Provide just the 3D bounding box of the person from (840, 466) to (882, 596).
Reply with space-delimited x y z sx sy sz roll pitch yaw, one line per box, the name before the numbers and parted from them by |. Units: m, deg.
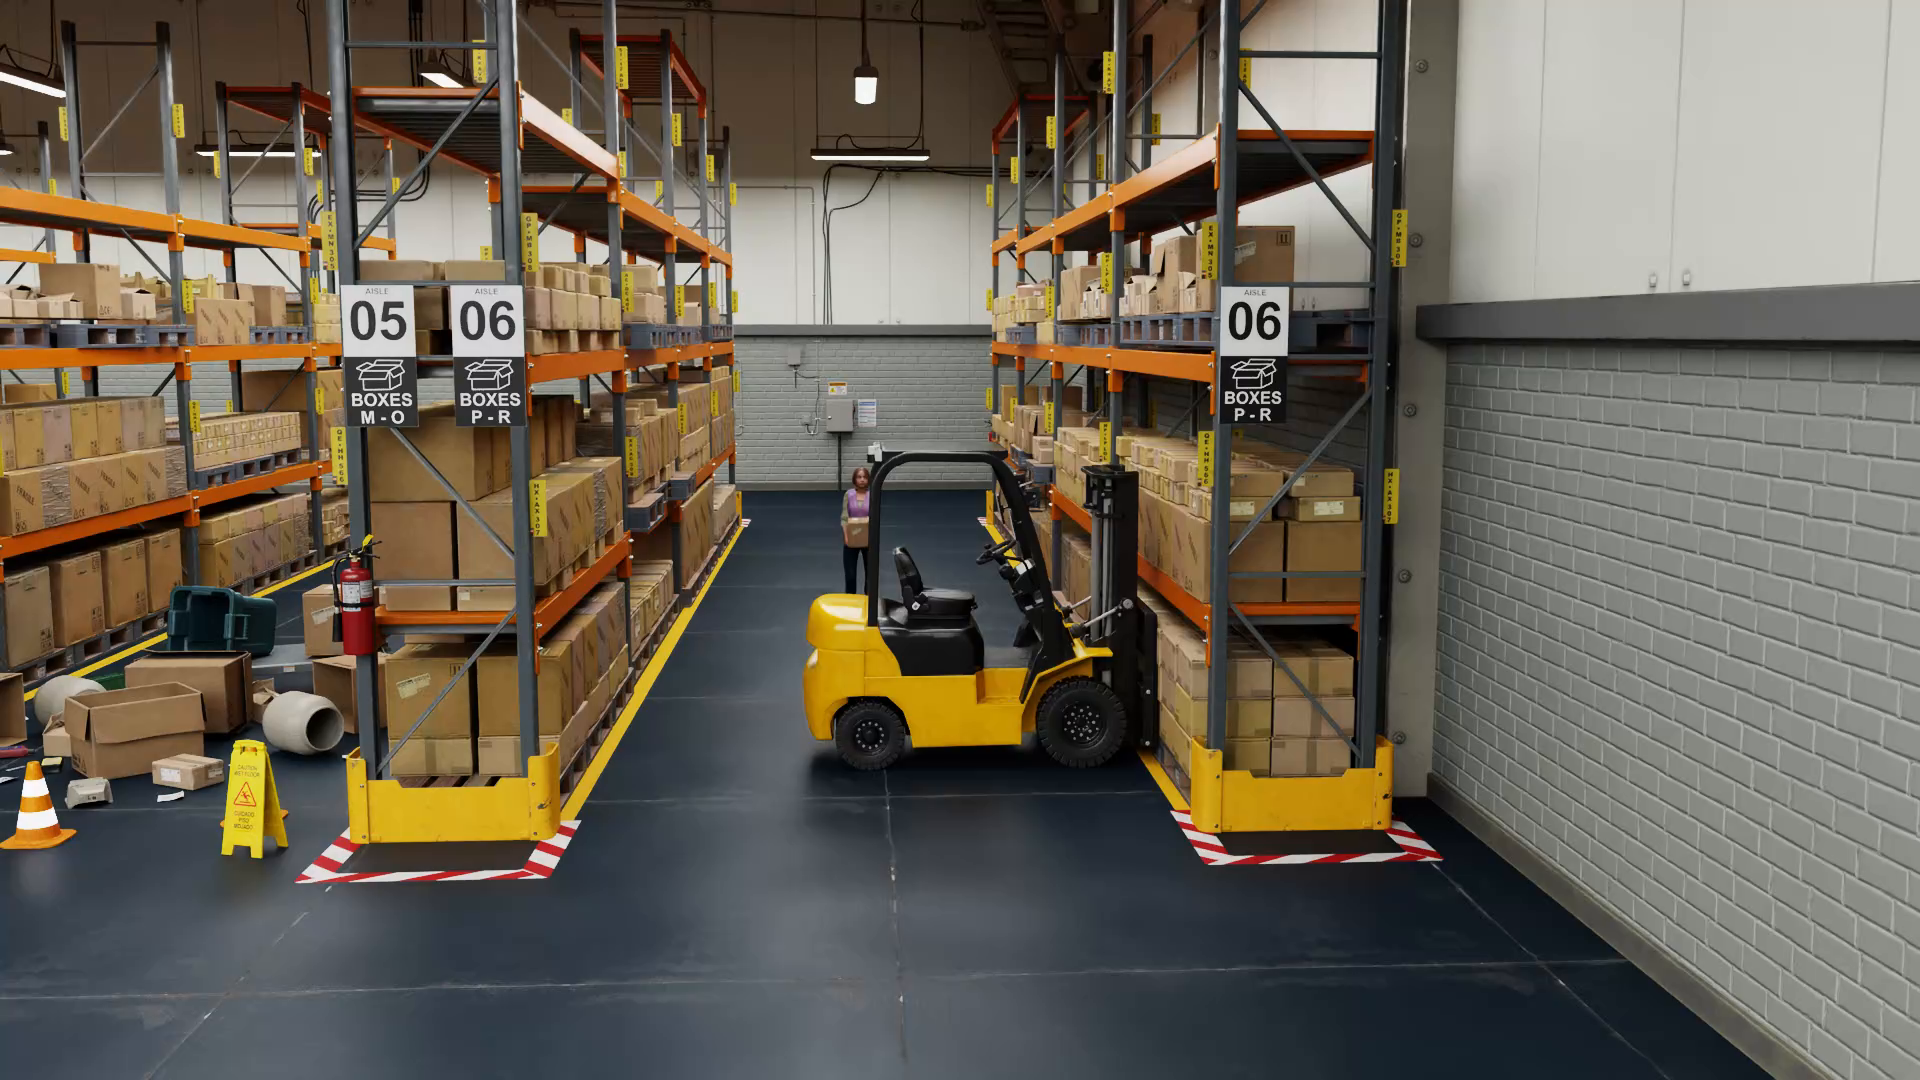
person | -1.000 0.071 16.815 0.425 1.570 0.489 0 7 -4
